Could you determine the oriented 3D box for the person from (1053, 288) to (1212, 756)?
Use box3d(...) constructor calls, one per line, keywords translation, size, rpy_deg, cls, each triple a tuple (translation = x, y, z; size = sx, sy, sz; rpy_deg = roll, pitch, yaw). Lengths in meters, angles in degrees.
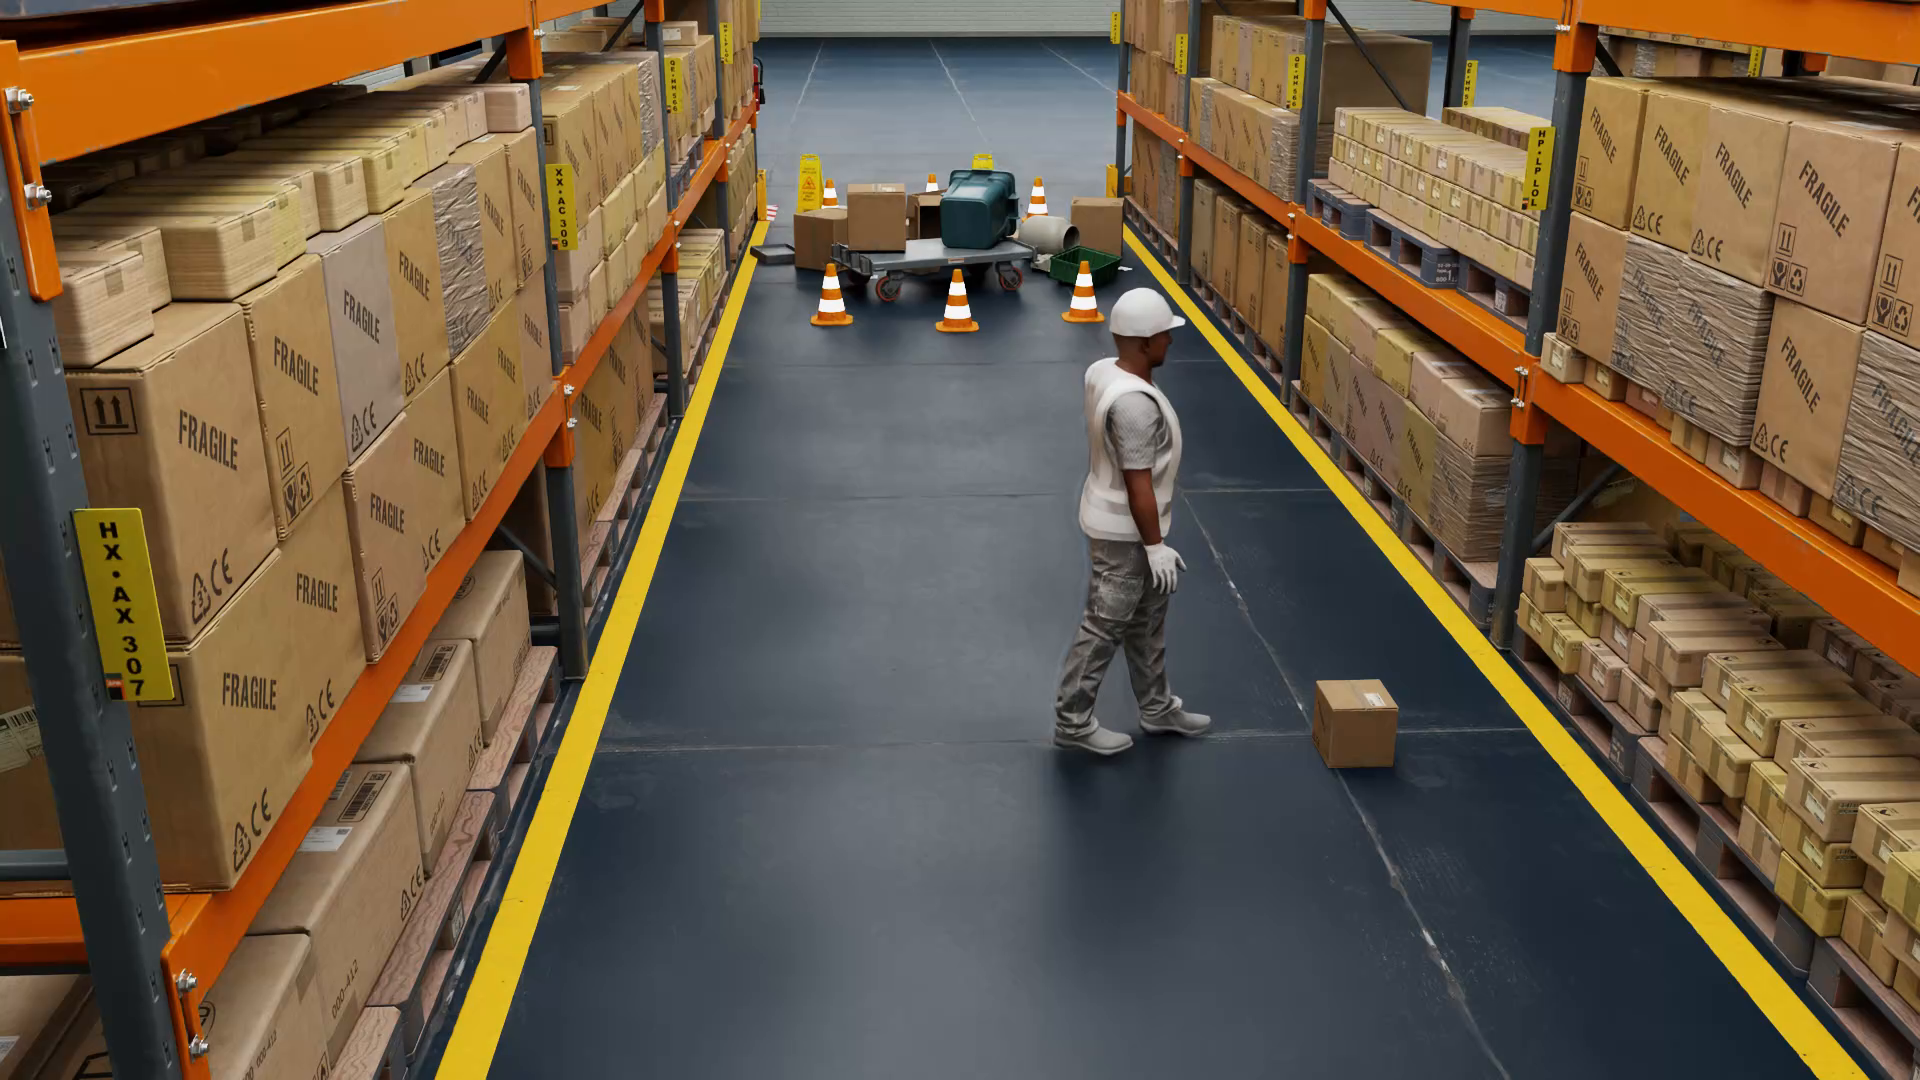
box3d(translation=(0.679, -0.032, 6.119), size=(0.640, 1.801, 0.586), rpy_deg=(0, 20, 1), cls="person")
